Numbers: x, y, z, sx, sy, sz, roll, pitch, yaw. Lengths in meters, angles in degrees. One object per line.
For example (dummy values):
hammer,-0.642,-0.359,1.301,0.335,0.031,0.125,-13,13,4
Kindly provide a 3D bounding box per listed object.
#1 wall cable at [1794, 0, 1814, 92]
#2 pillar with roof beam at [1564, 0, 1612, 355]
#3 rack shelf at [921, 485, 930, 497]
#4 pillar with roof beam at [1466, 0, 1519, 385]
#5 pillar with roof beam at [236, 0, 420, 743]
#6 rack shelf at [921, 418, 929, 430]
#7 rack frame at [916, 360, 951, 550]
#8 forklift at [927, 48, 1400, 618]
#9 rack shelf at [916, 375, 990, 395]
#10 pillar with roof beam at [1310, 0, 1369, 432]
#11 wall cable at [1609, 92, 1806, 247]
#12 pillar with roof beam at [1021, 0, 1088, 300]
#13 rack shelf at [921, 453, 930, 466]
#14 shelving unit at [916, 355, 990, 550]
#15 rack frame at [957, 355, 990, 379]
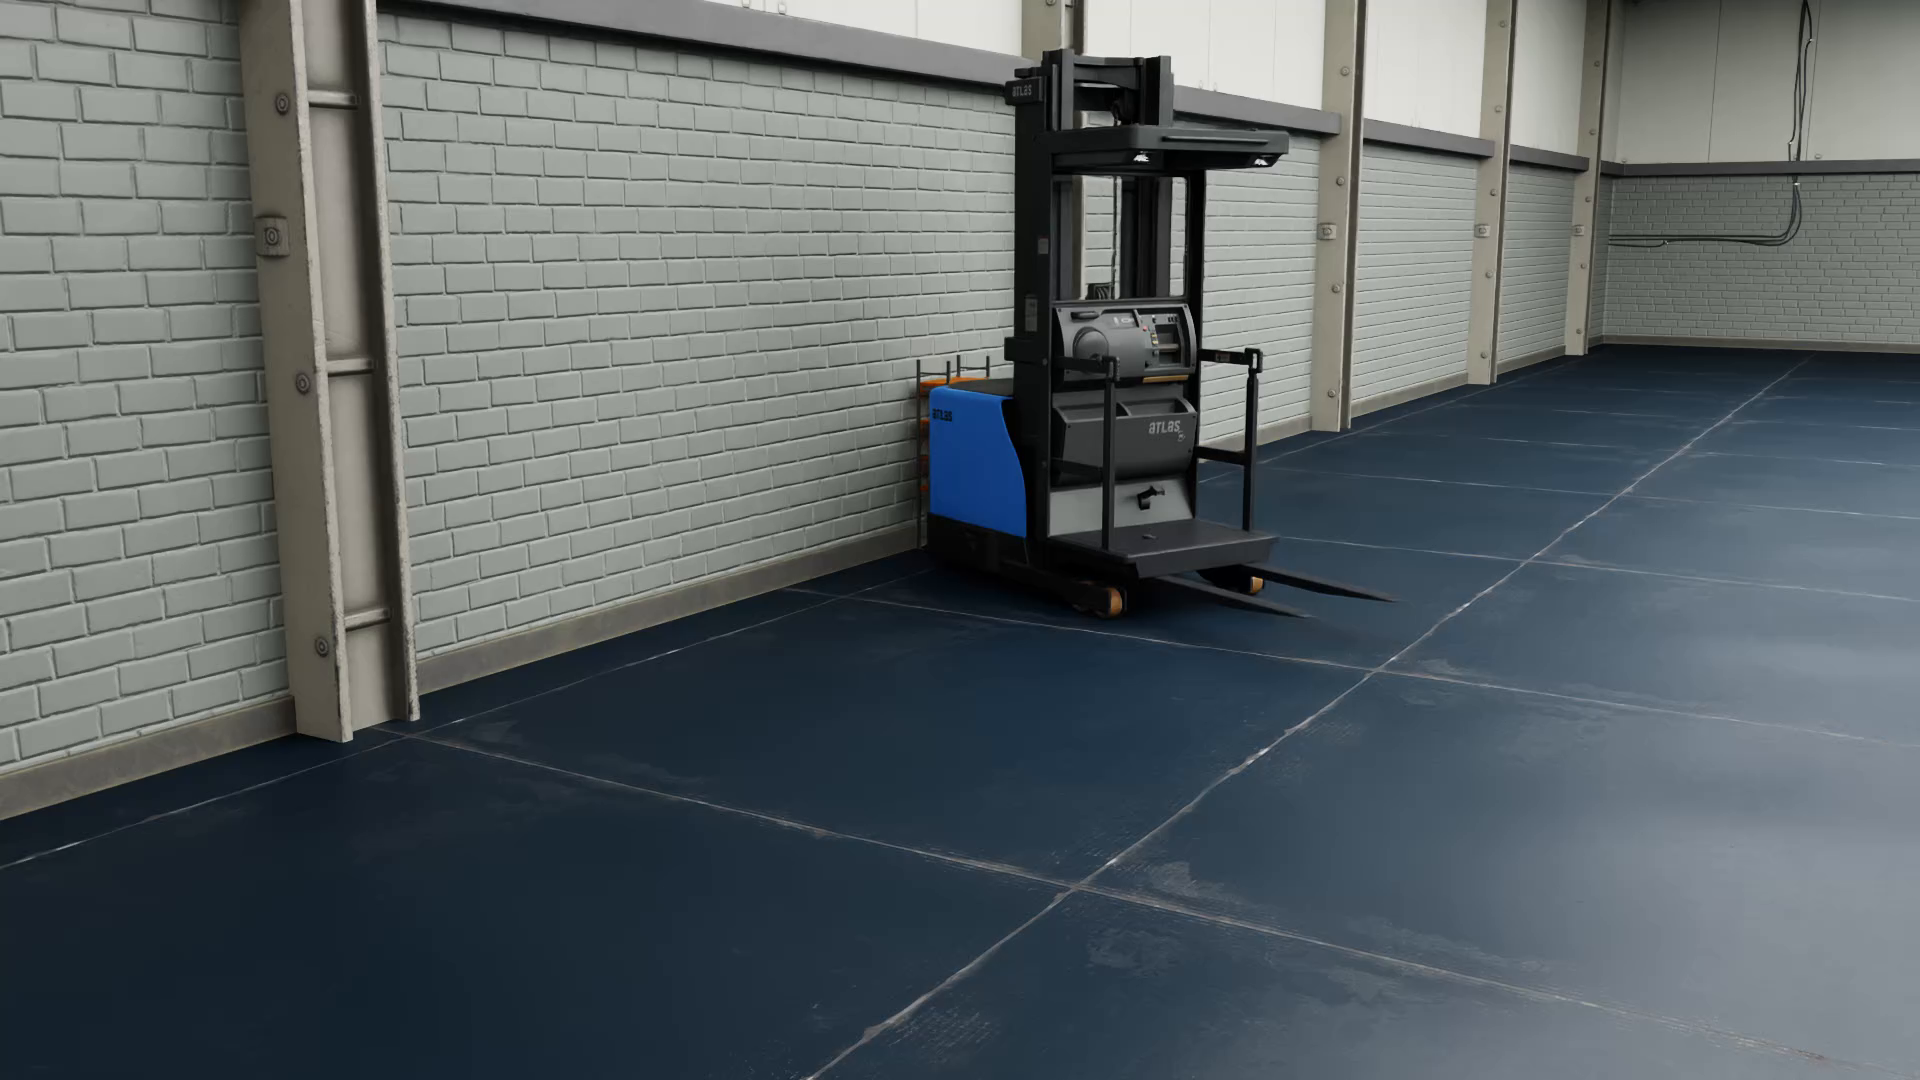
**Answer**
wall cable,14.958,-8.475,26.400,3.097,2.526,0.112,6,12,31
pillar with roof beam,13.666,-7.029,23.962,9.100,9.000,0.400,6,12,31
rack shelf,-0.041,-0.298,10.643,0.258,0.148,0.480,6,12,30
pillar with roof beam,10.550,-6.086,18.922,9.100,9.000,0.400,6,12,31
pillar with roof beam,1.205,-3.255,3.801,9.100,9.000,0.400,6,12,31
rack shelf,-0.040,-0.713,10.564,0.258,0.148,0.480,6,12,30
rack frame,-0.165,-0.521,10.387,0.240,1.200,0.015,6,12,30
forklift,1.033,-1.130,8.941,1.130,2.935,3.031,-7,13,-33
rack shelf,-0.040,-0.945,10.521,0.258,0.148,0.480,6,12,30
pillar with roof beam,7.435,-5.142,13.881,9.100,9.000,0.400,6,12,31
wall cable,12.646,-6.251,28.245,3.097,2.526,0.112,6,12,31
pillar with roof beam,4.320,-4.199,8.841,9.100,9.000,0.400,6,12,31
rack shelf,-0.040,-0.493,10.606,0.258,0.148,0.480,6,12,30
shelving unit,-0.040,-0.559,10.593,0.258,1.200,0.503,6,12,30
rack frame,0.085,-0.598,10.799,0.240,1.200,0.015,6,12,30
